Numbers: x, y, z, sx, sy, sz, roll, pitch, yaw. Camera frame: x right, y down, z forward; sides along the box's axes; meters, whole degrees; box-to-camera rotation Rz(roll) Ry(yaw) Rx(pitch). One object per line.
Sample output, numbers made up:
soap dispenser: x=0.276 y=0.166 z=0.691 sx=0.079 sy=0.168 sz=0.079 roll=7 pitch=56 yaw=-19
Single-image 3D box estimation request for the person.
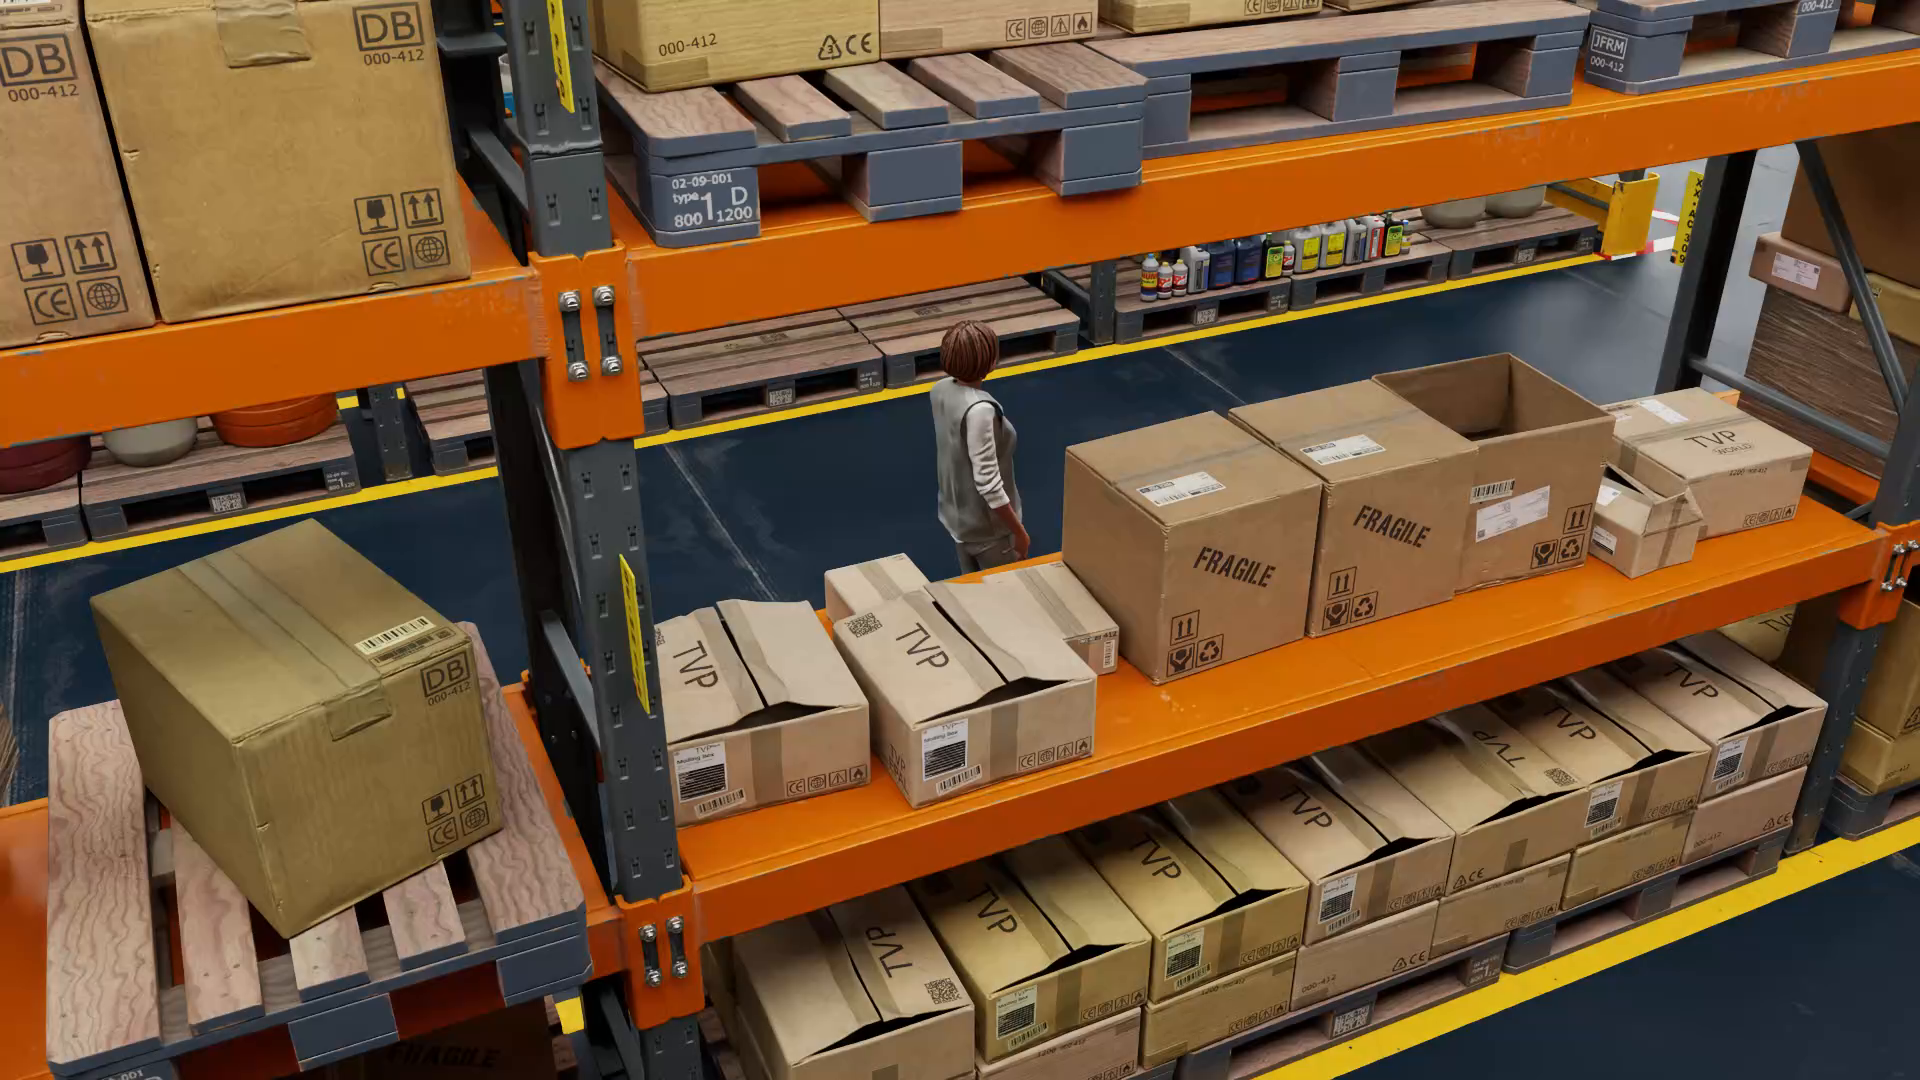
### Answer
person: x=0.154 y=-0.082 z=6.261 sx=0.473 sy=1.599 sz=0.519 roll=-13 pitch=32 yaw=-21
